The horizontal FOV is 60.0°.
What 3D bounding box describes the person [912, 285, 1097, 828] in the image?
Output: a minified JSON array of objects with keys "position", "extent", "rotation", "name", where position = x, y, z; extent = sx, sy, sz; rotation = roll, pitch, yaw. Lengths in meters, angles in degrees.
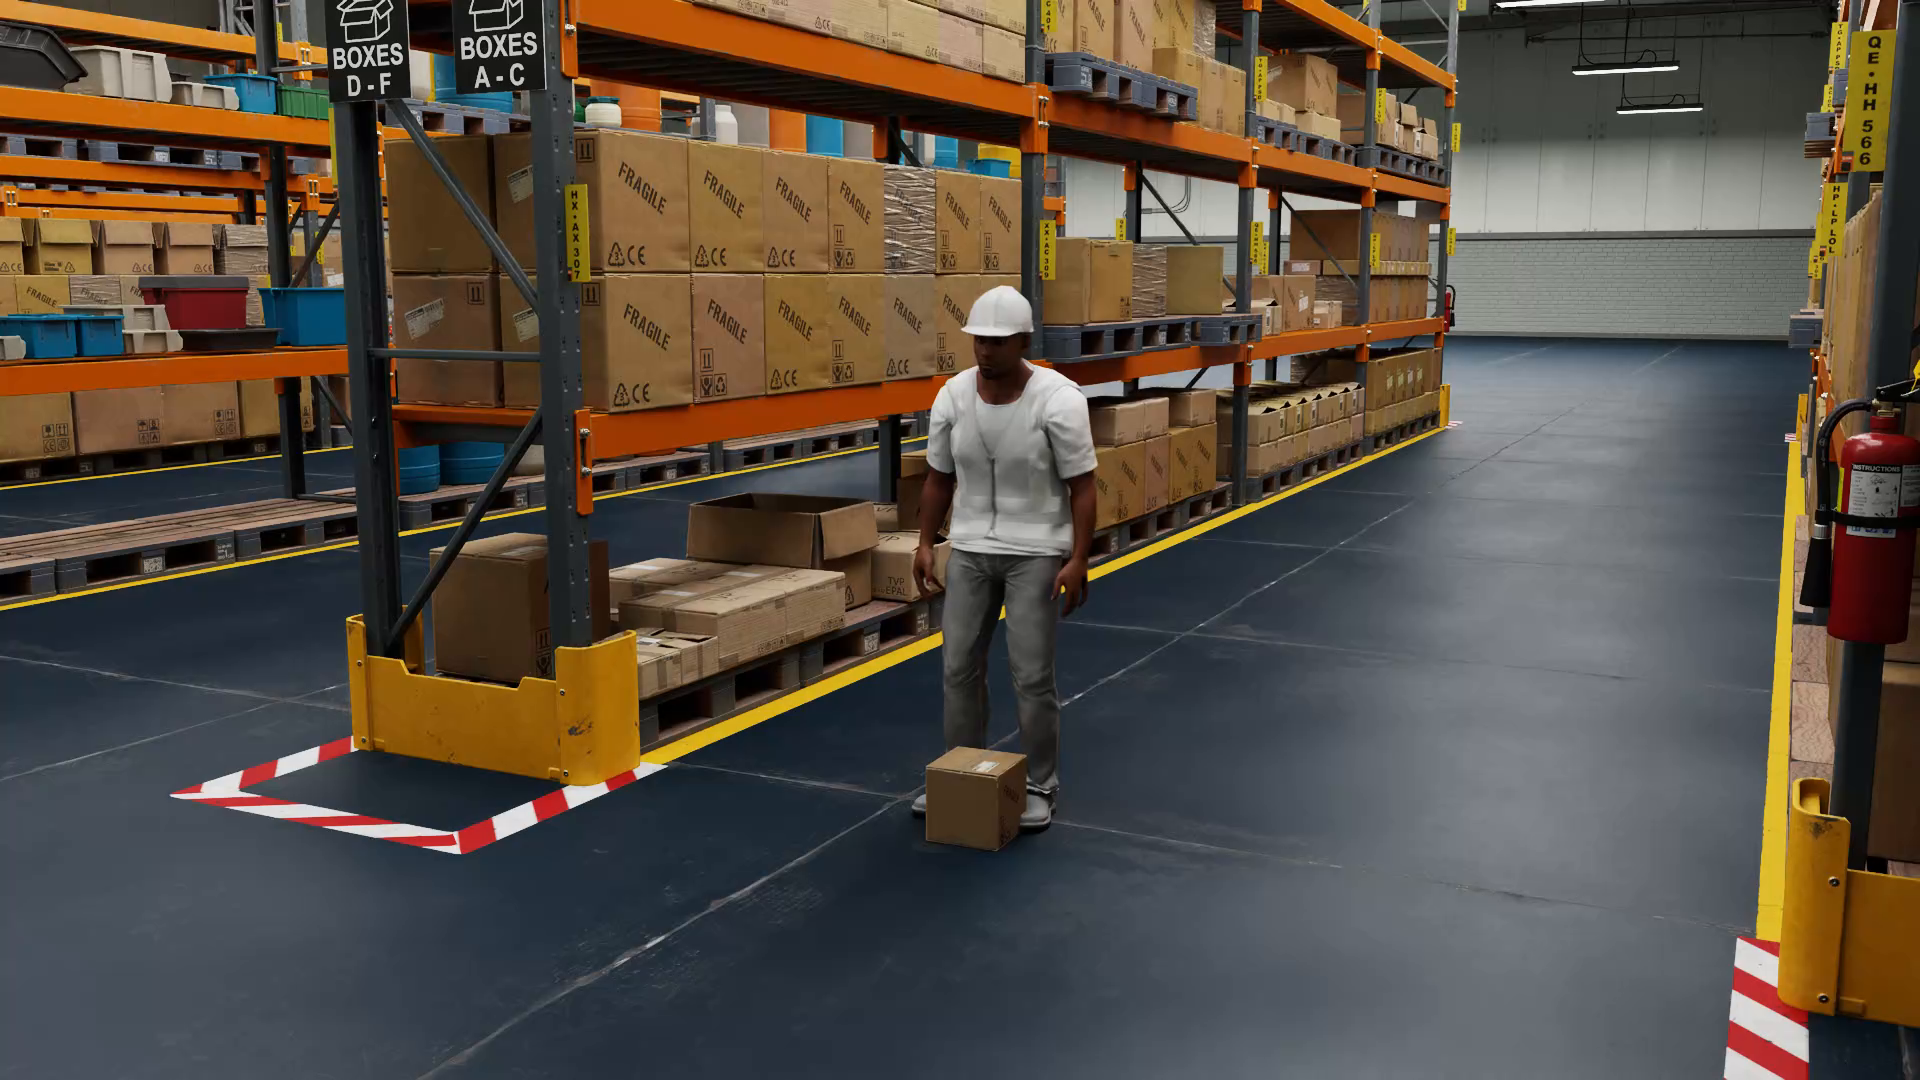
[{"position":[0.138,0.055,5.461],"extent":[0.628,1.761,0.457],"rotation":[5,10,26],"name":"person"}]
